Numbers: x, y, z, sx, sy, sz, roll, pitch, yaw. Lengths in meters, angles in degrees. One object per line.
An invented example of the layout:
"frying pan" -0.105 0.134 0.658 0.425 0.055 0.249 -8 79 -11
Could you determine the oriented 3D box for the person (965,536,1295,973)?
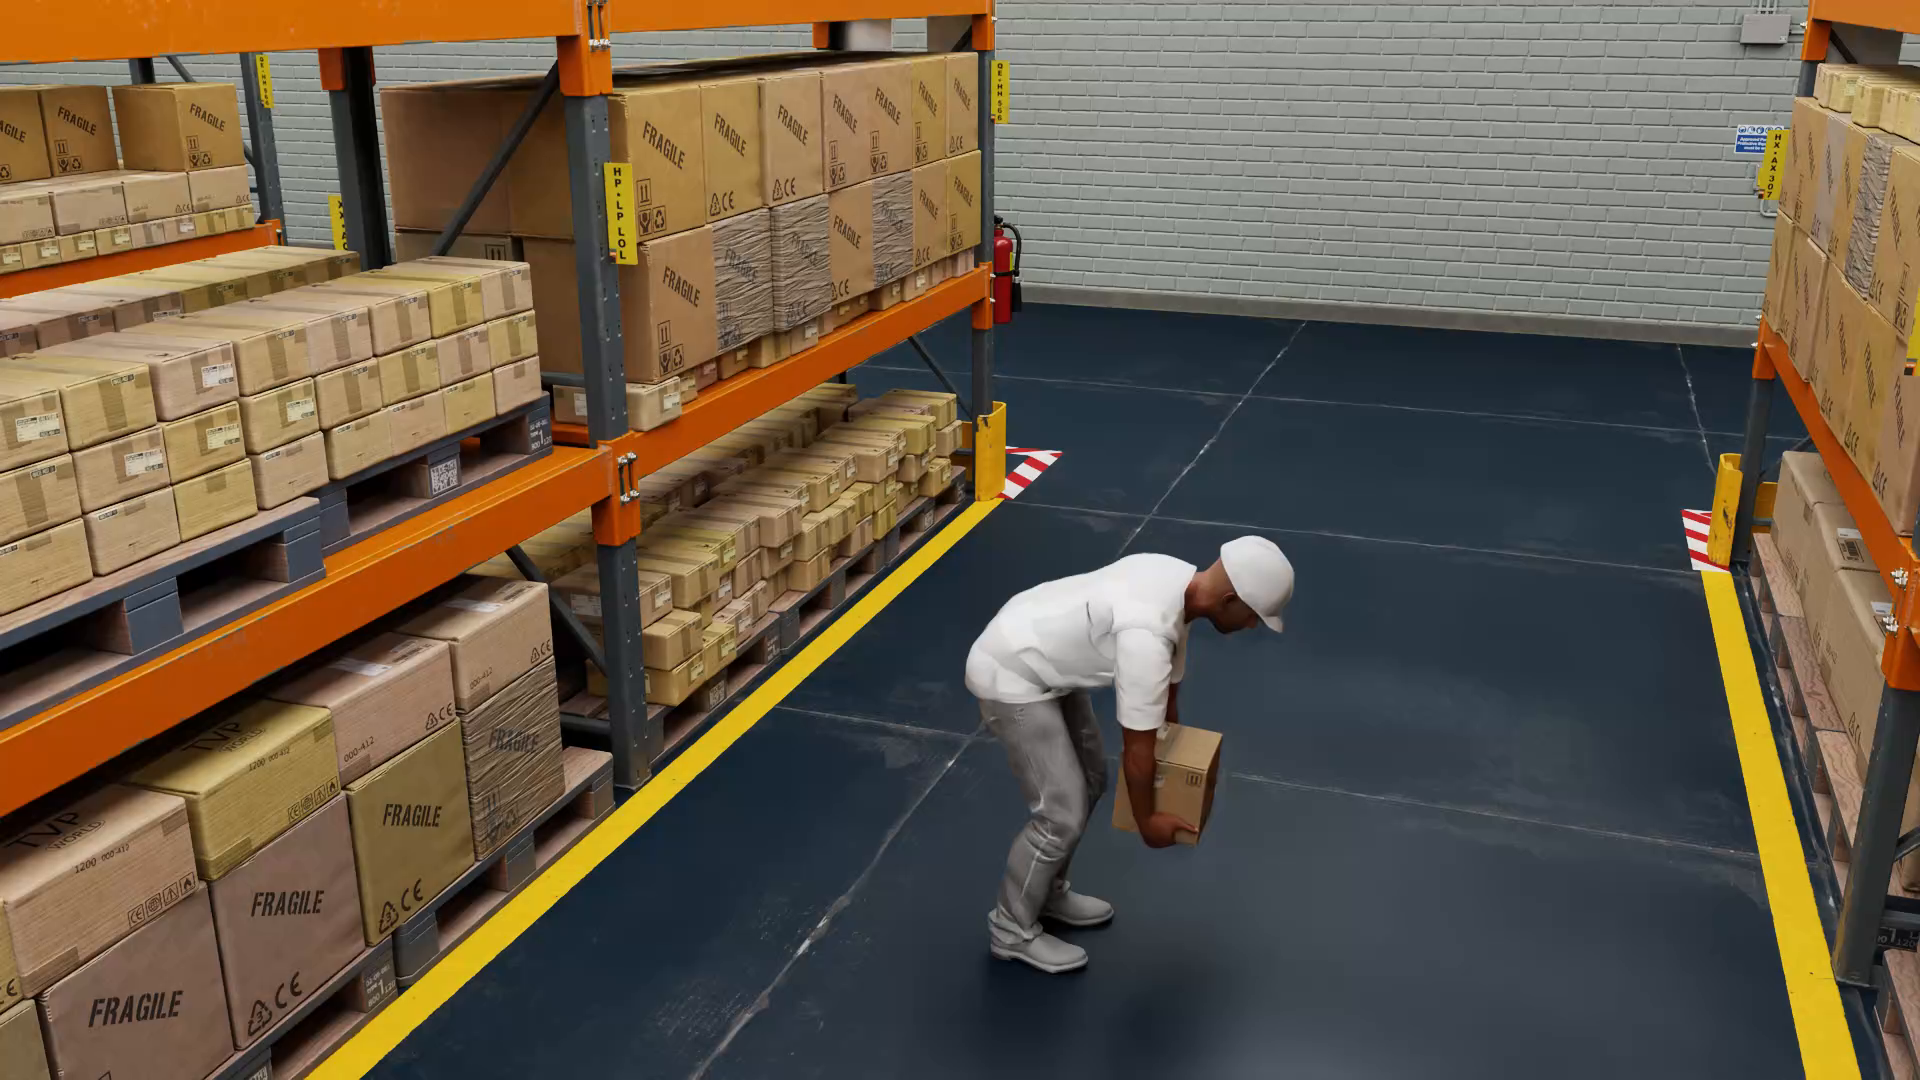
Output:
"person" 0.481 0.601 4.874 0.918 1.355 0.475 6 19 17
